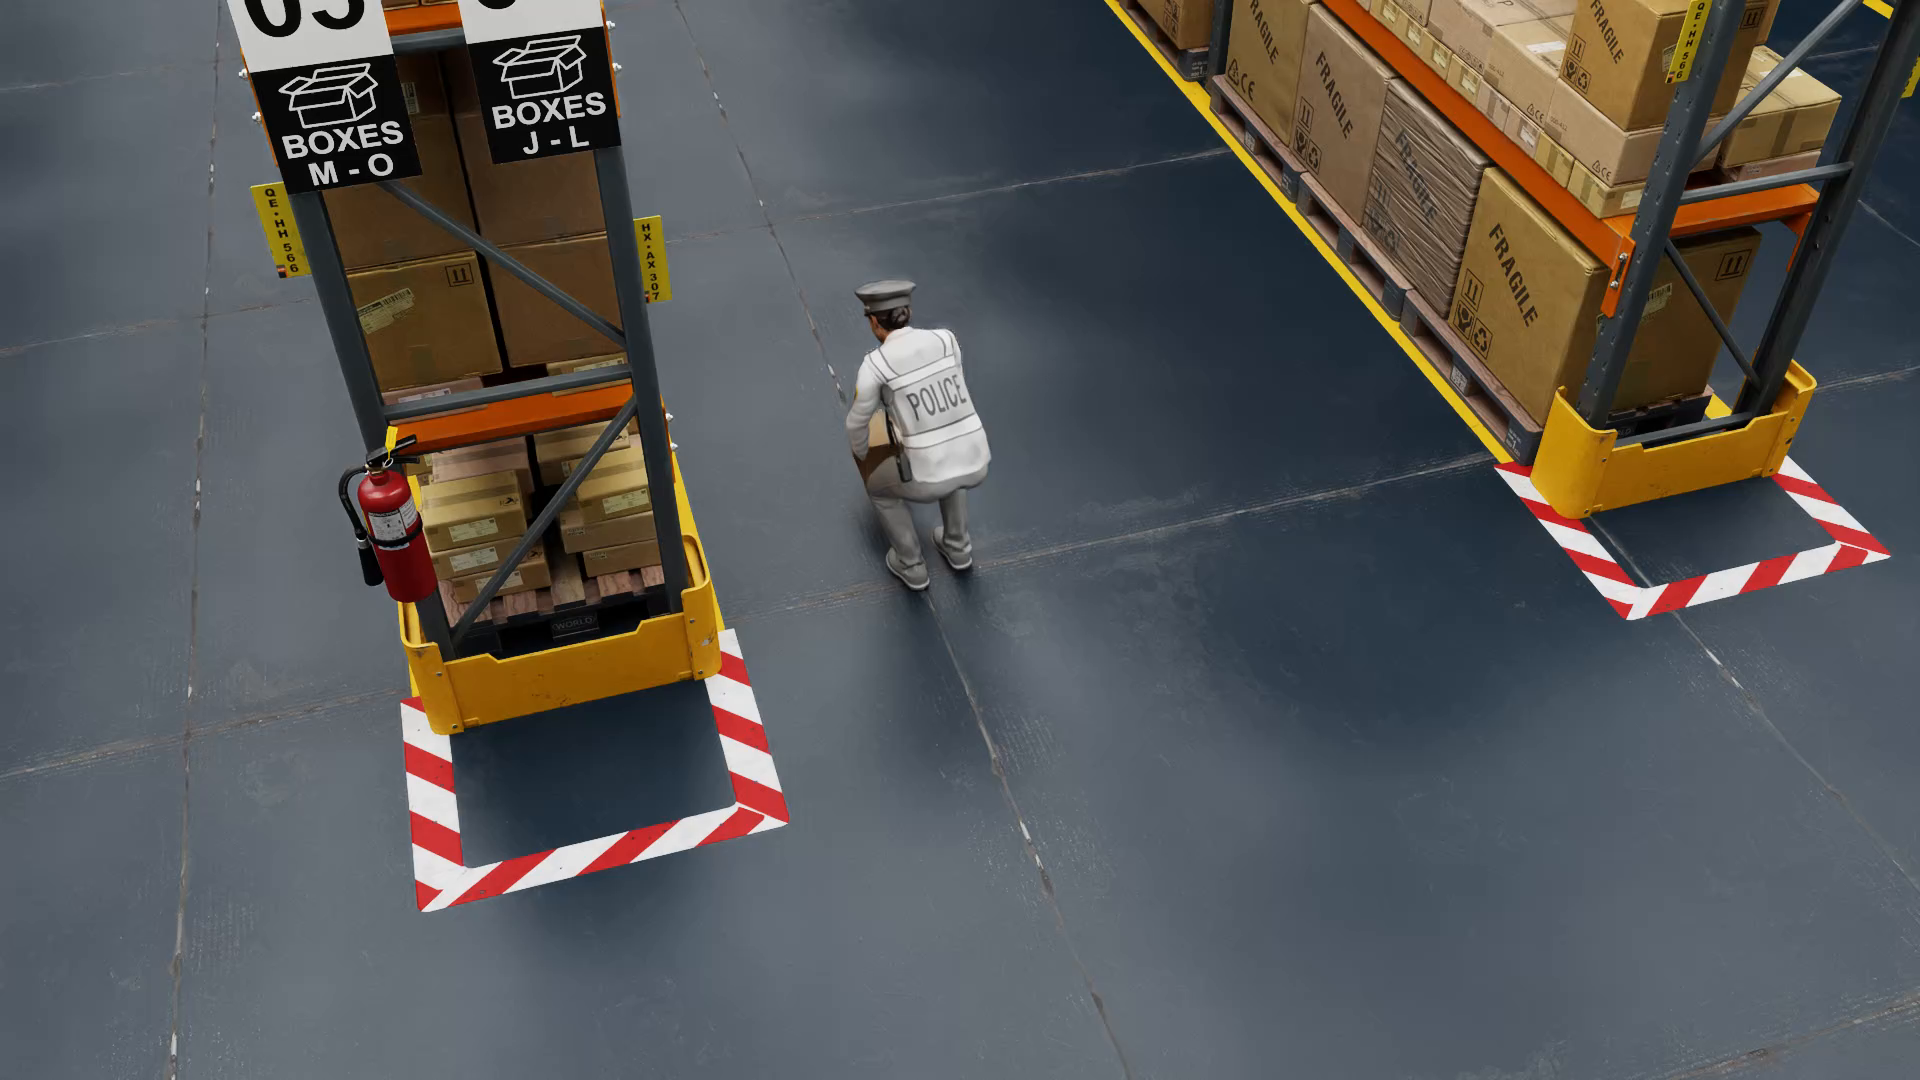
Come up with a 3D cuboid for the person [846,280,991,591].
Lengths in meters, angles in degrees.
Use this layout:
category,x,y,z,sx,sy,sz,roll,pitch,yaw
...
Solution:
category,x,y,z,sx,sy,sz,roll,pitch,yaw
person,-0.187,-0.407,6.864,0.534,1.322,0.737,-18,46,-19
